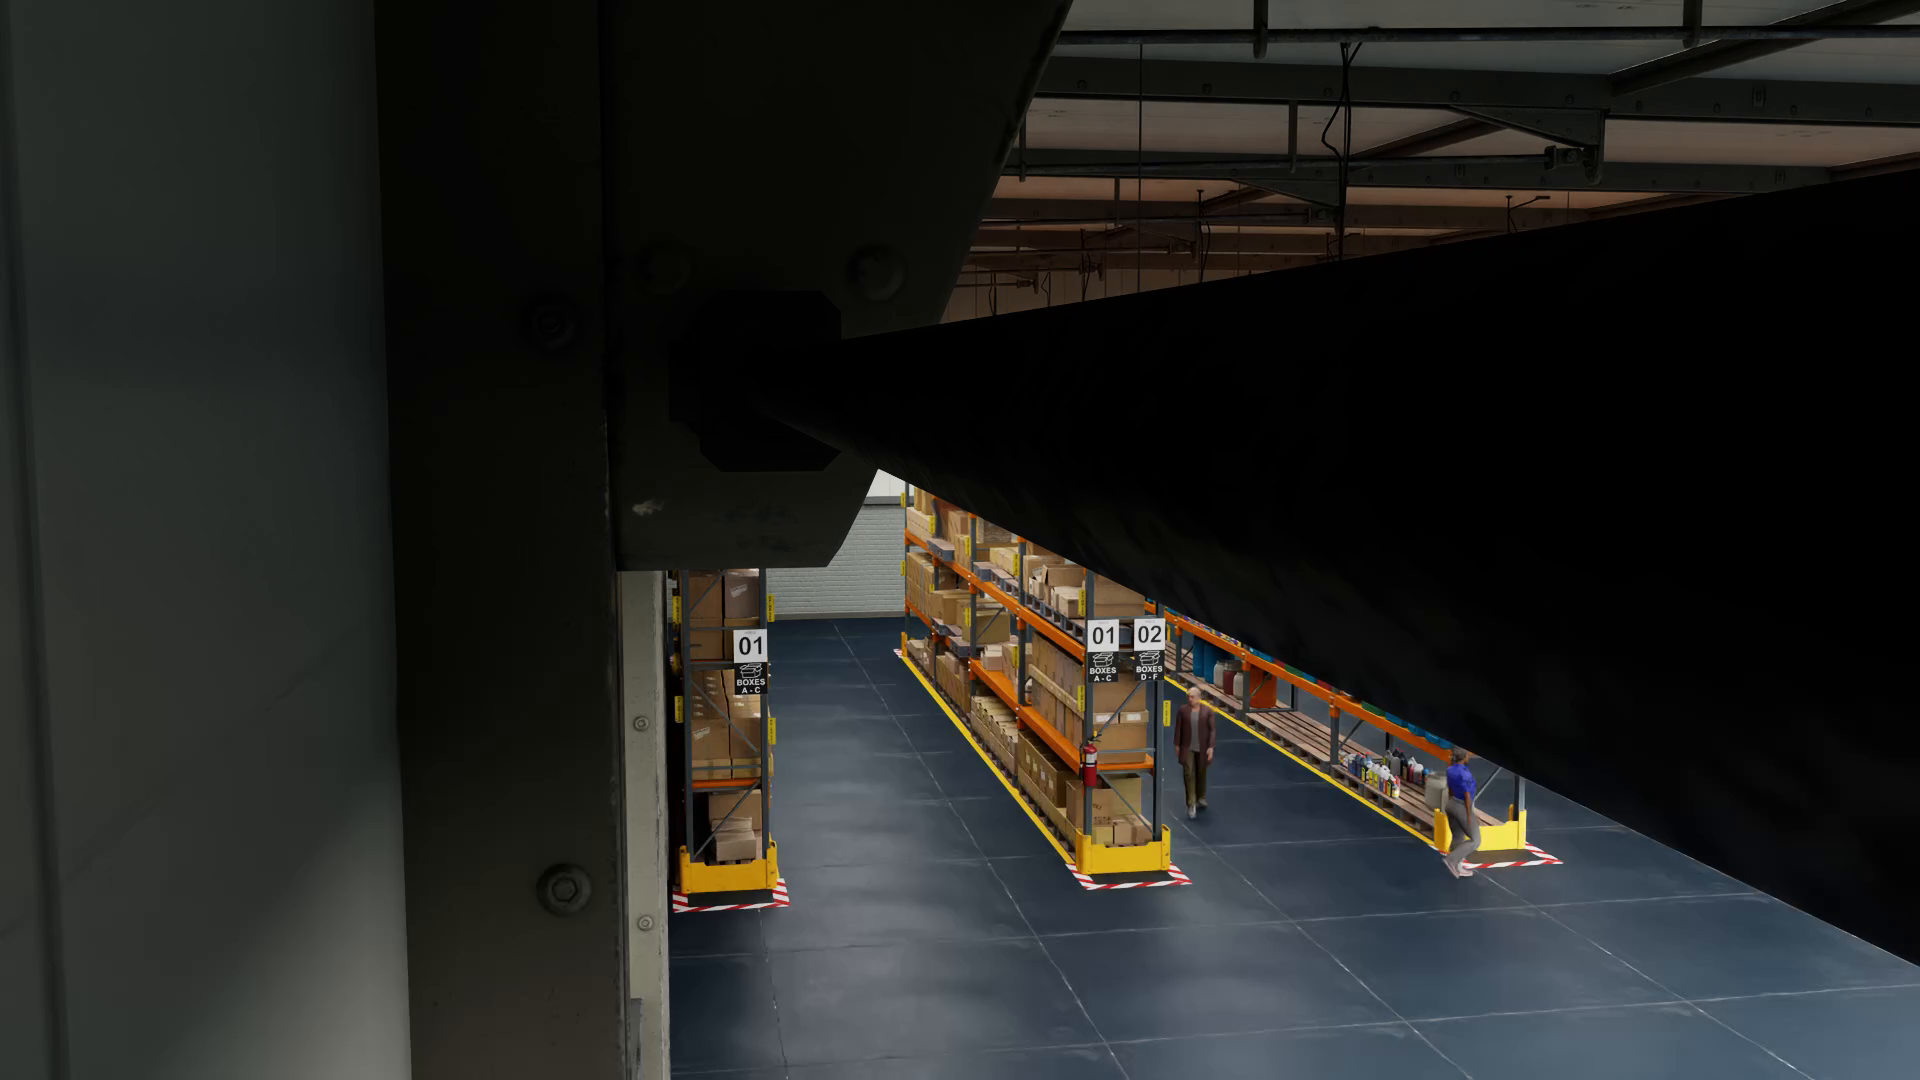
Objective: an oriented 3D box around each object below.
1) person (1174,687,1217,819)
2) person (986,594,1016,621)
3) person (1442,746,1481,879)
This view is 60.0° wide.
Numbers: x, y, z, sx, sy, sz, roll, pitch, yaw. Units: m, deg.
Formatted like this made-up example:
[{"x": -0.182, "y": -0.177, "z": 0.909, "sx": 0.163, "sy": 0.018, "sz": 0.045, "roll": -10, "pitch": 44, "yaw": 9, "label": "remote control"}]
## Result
[{"x": 3.350, "y": 2.999, "z": 23.715, "sx": 0.621, "sy": 1.789, "sz": 0.875, "roll": 1, "pitch": 6, "yaw": 10, "label": "person"}, {"x": 0.937, "y": 1.623, "z": 36.969, "sx": 0.621, "sy": 1.735, "sz": 0.945, "roll": -4, "pitch": 7, "yaw": -33, "label": "person"}, {"x": 6.146, "y": 3.364, "z": 20.543, "sx": 0.527, "sy": 1.652, "sz": 0.478, "roll": -2, "pitch": 6, "yaw": -18, "label": "person"}]
